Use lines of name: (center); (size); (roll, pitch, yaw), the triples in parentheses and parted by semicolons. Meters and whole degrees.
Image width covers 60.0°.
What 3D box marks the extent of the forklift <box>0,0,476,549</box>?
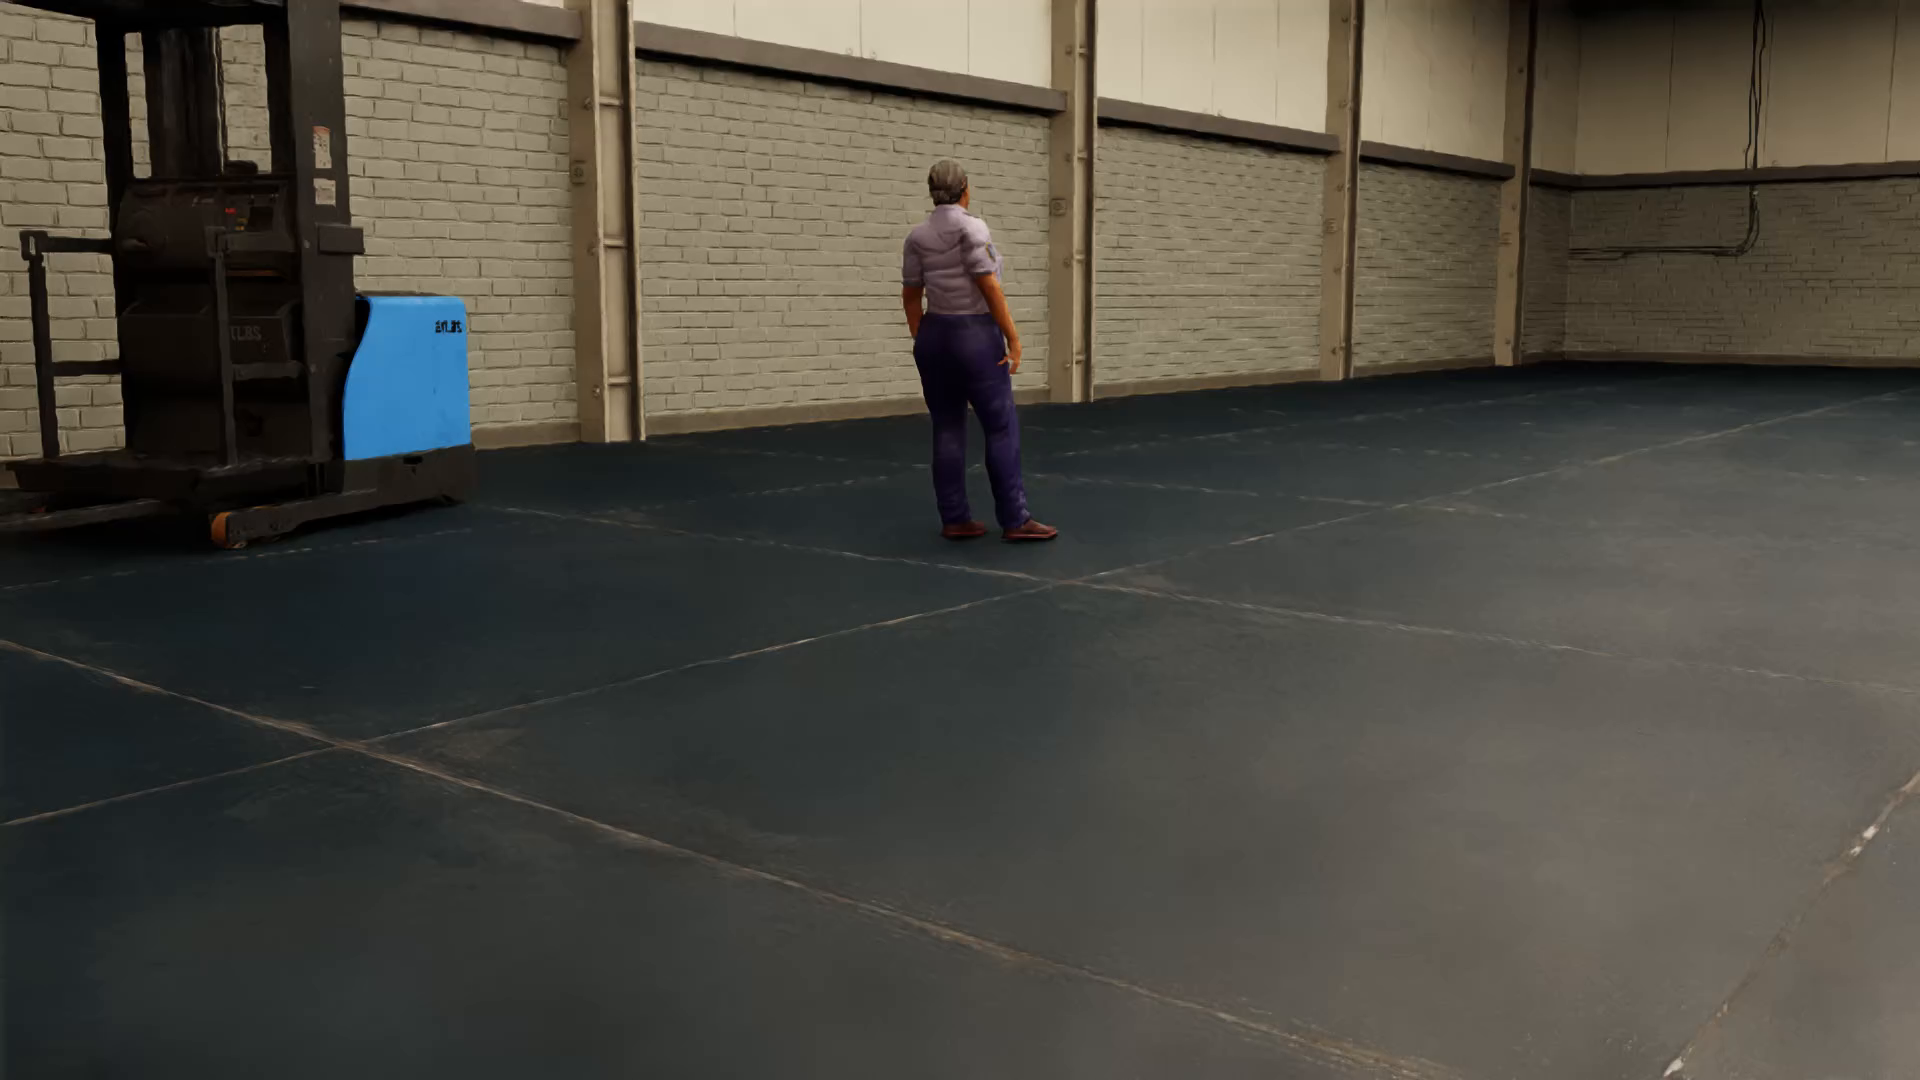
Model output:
forklift: (-3.508, -1.475, 7.361); (1.130, 2.935, 3.031); (3, 9, 19)

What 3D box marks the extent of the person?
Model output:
person: (0.075, -0.825, 7.341); (0.599, 1.640, 0.501); (7, 11, 38)
